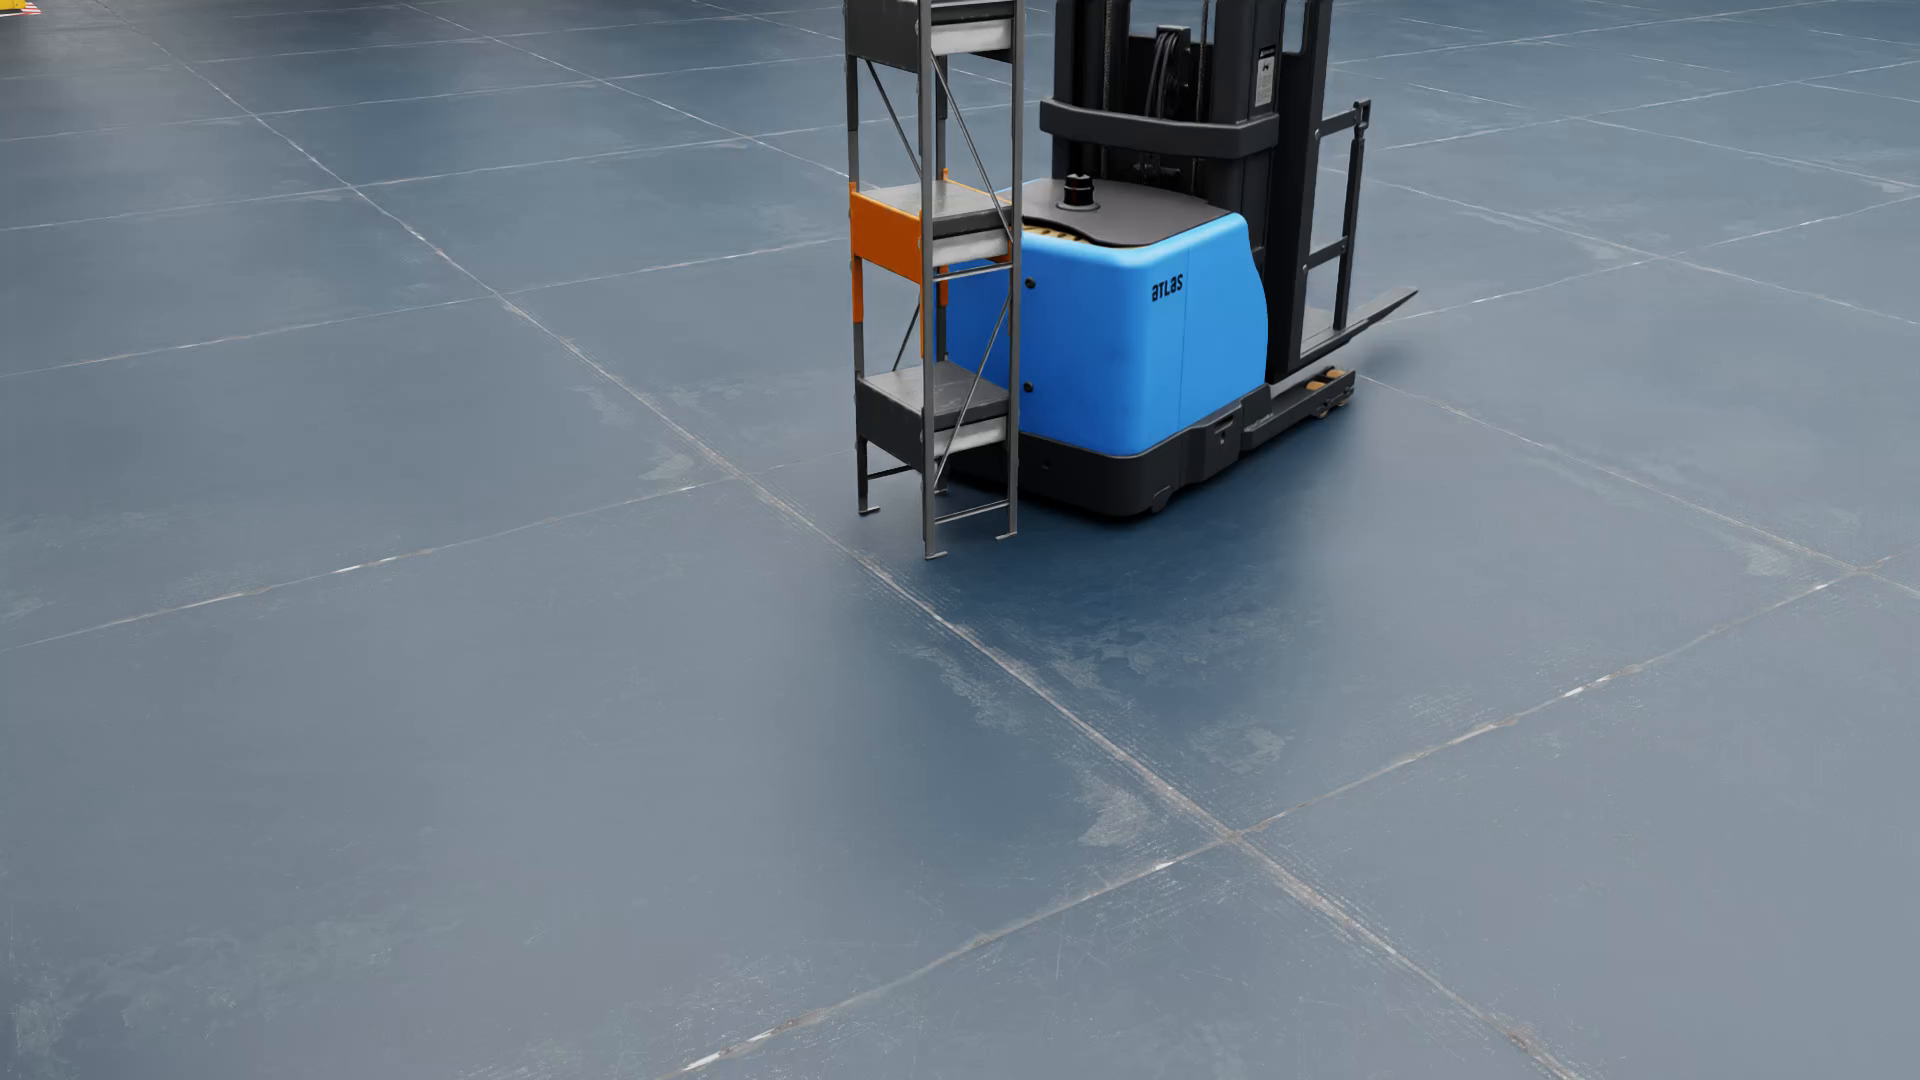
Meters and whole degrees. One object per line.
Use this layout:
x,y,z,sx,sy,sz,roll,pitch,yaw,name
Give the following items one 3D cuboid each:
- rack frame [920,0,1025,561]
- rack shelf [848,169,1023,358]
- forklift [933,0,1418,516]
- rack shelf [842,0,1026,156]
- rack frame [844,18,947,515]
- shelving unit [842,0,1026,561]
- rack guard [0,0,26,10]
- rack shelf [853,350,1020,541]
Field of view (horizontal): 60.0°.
0.043,-0.921,5.742,0.400,2.100,0.015,-16,29,-30,rack frame
-0.090,-0.996,5.933,0.431,0.518,0.480,-16,29,-30,rack shelf
1.135,-1.979,7.008,1.130,2.935,3.031,18,31,34,forklift
-0.090,-1.629,5.634,0.431,0.518,0.480,-16,29,-30,rack shelf
-0.224,-1.096,6.112,0.400,2.100,0.015,-16,29,-30,rack frame
-0.090,-1.009,5.927,0.431,2.100,0.503,-16,29,-30,shelving unit
-11.465,-6.355,19.126,1.175,0.500,0.348,-16,29,-30,rack guard
-0.090,-0.363,6.232,0.431,0.518,0.480,-16,29,-30,rack shelf
